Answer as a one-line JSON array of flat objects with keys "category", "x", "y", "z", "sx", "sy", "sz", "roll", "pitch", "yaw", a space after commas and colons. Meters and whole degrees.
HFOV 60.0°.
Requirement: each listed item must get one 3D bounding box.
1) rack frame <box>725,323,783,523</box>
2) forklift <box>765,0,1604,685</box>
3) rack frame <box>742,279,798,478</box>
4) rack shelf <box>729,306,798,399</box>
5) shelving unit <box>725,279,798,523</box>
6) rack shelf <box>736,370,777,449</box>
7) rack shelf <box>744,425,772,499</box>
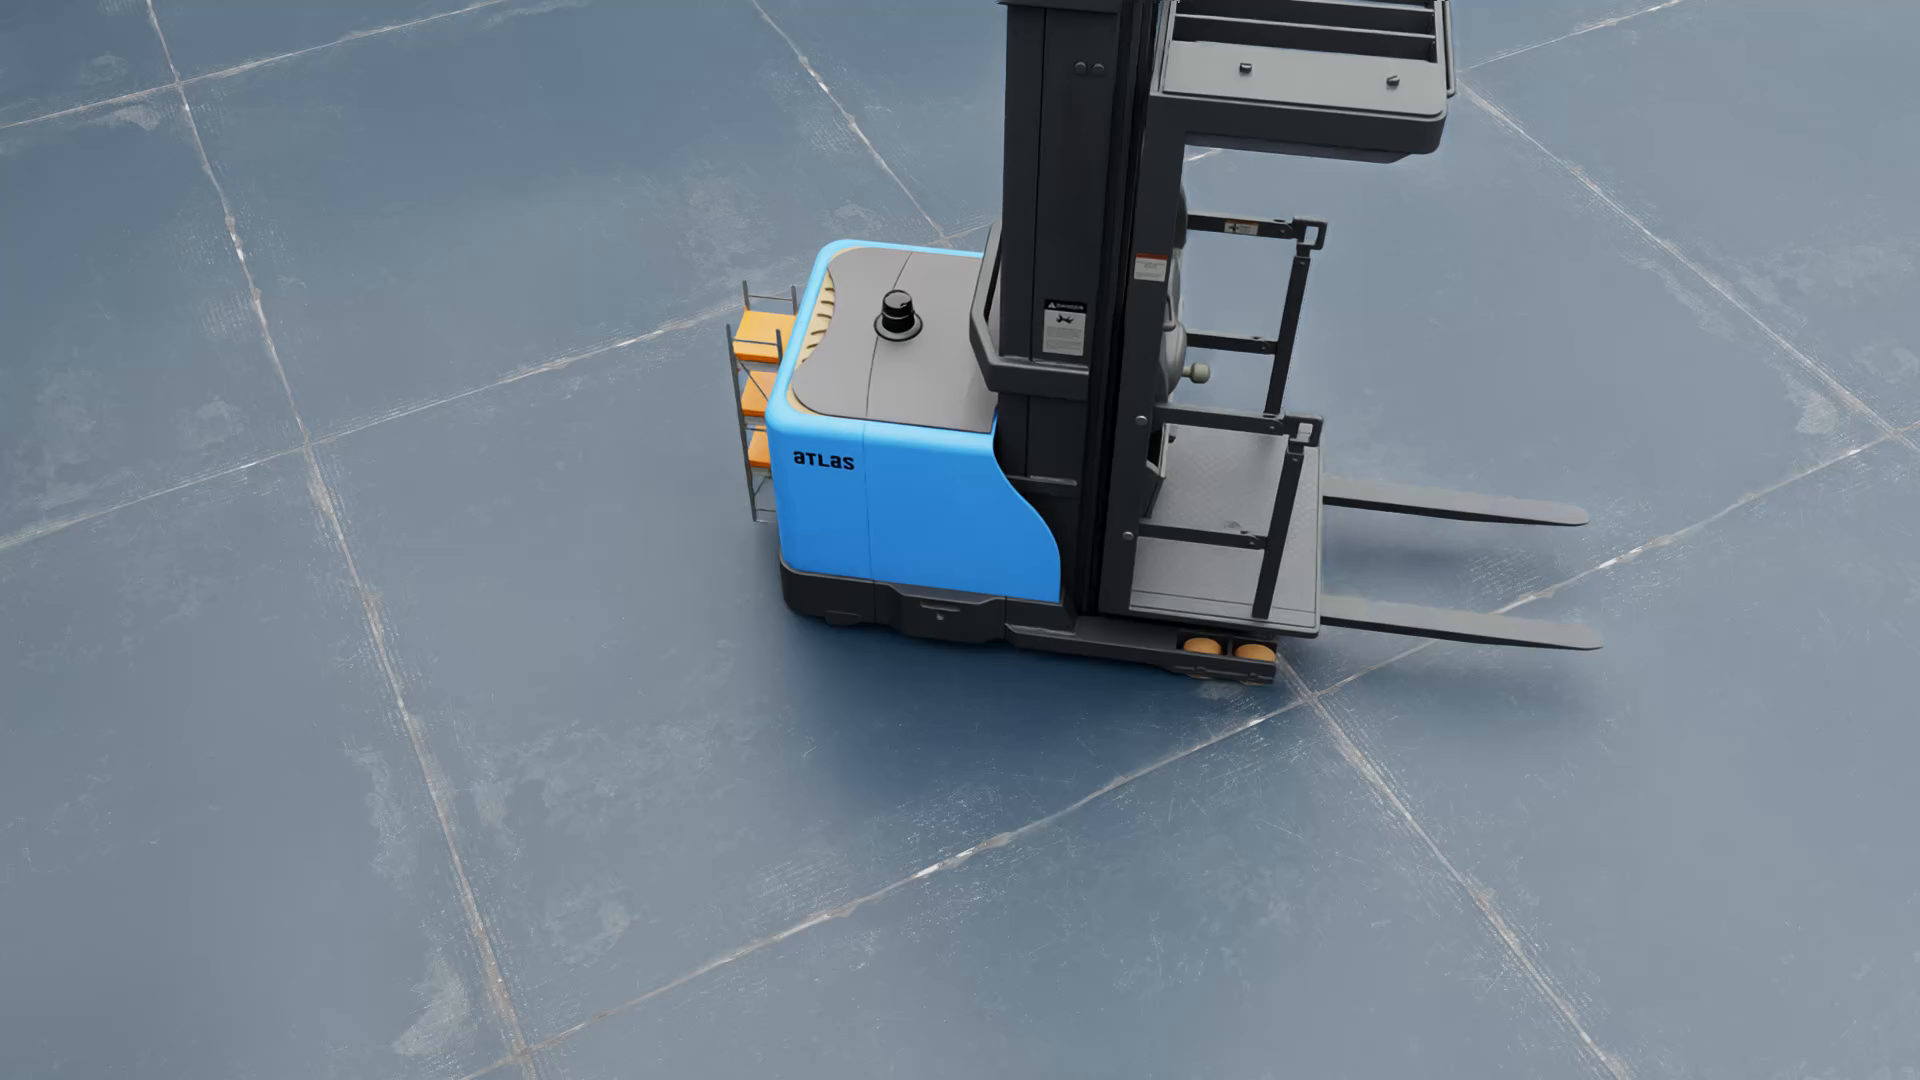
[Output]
[{"category": "rack frame", "x": -0.736, "y": -0.412, "z": 6.306, "sx": 0.200, "sy": 1.050, "sz": 0.008, "roll": 7, "pitch": 49, "yaw": 6}, {"category": "forklift", "x": 0.886, "y": -0.859, "z": 5.446, "sx": 3.031, "sy": 2.935, "sz": 1.130, "roll": 7, "pitch": 49, "yaw": 6}, {"category": "rack frame", "x": -0.698, "y": -0.594, "z": 6.464, "sx": 0.200, "sy": 1.050, "sz": 0.008, "roll": 7, "pitch": 49, "yaw": 6}, {"category": "rack shelf", "x": -0.717, "y": -0.683, "z": 6.179, "sx": 0.215, "sy": 0.259, "sz": 0.240, "roll": 7, "pitch": 49, "yaw": 6}, {"category": "shelving unit", "x": -0.717, "y": -0.503, "z": 6.385, "sx": 0.215, "sy": 1.050, "sz": 0.252, "roll": 7, "pitch": 49, "yaw": 6}, {"category": "rack shelf", "x": -0.717, "y": -0.496, "z": 6.393, "sx": 0.215, "sy": 0.259, "sz": 0.240, "roll": 7, "pitch": 49, "yaw": 6}, {"category": "rack shelf", "x": -0.717, "y": -0.313, "z": 6.602, "sx": 0.215, "sy": 0.259, "sz": 0.240, "roll": 7, "pitch": 49, "yaw": 6}]
